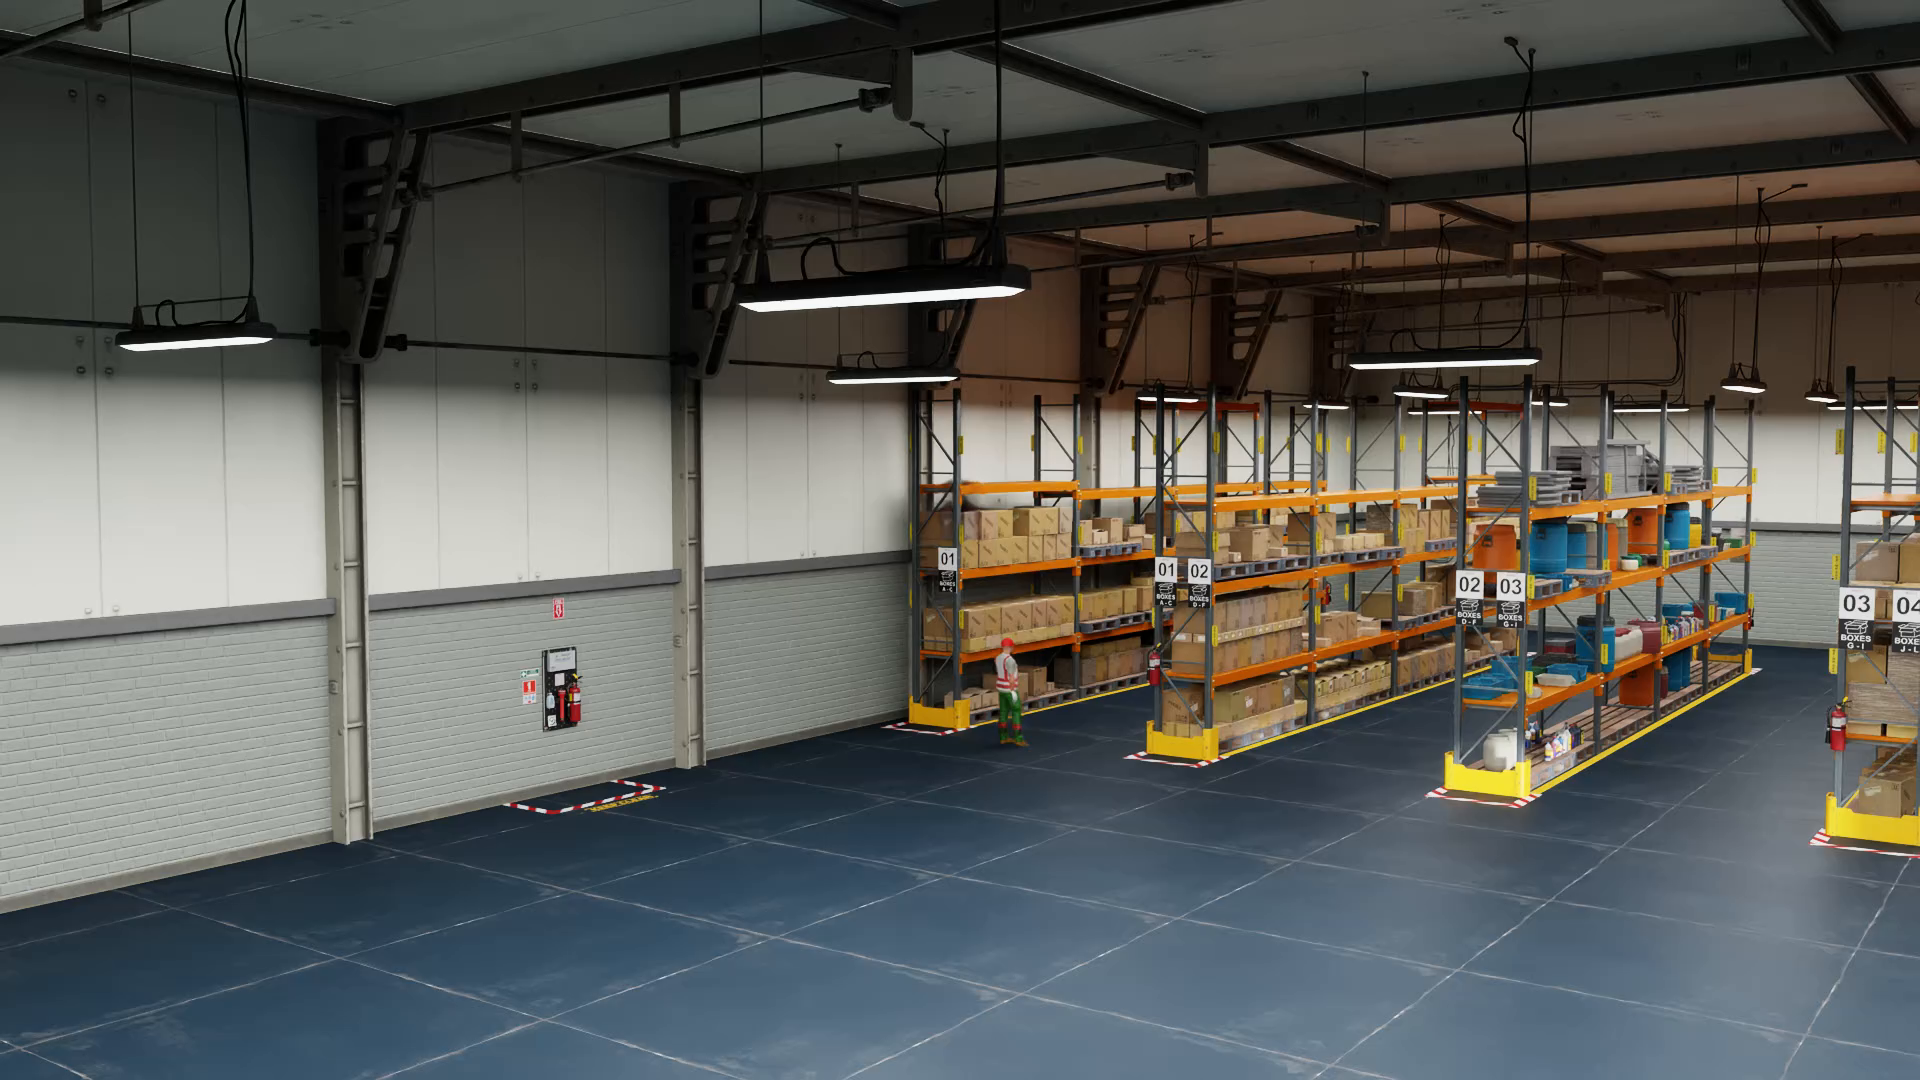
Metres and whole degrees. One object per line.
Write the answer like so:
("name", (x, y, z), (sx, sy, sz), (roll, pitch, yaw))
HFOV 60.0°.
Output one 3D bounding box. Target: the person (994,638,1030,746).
("person", (0.856, 2.538, 27.824), (0.452, 1.819, 0.583), (-2, 4, -32))
